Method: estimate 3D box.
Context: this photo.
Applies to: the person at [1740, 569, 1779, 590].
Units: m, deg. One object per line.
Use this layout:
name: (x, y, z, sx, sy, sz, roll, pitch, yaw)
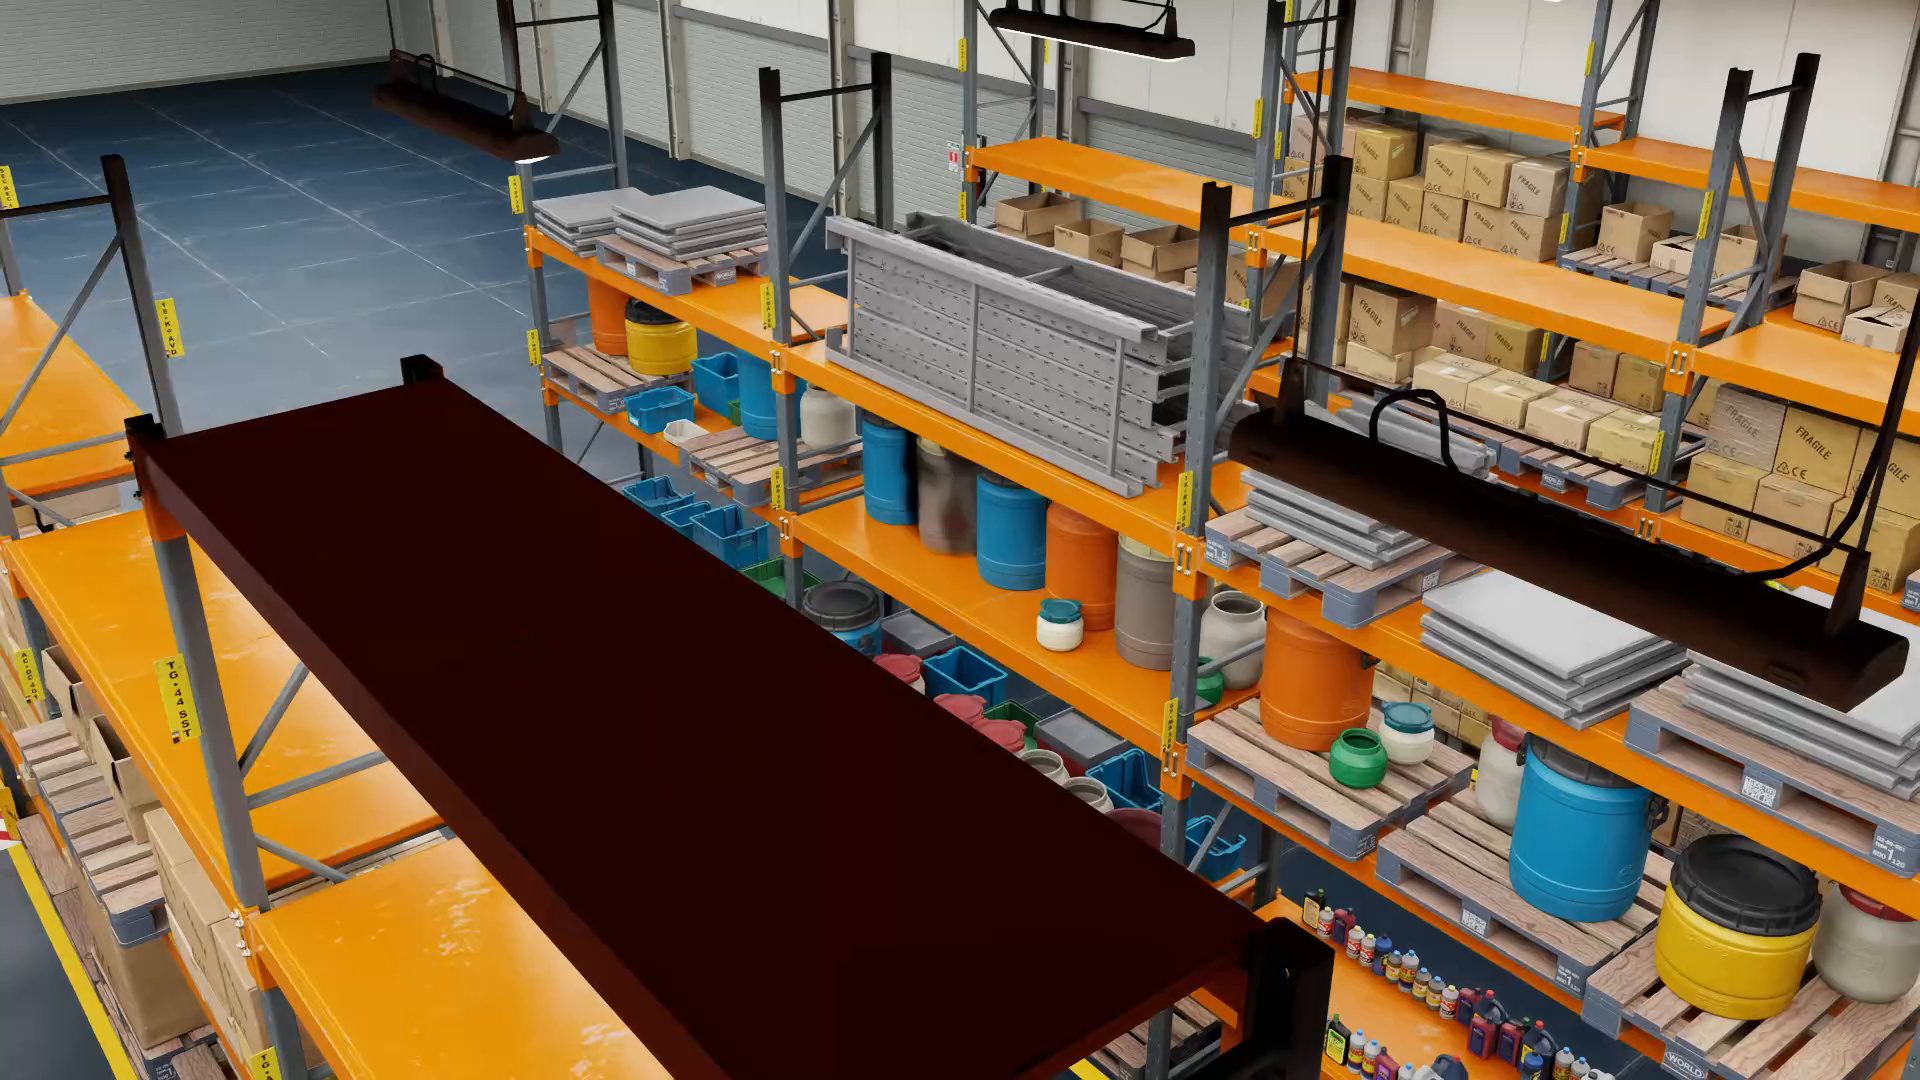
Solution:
person: (6.741, 0.914, 14.370, 0.655, 1.812, 0.832, -15, 30, -28)
